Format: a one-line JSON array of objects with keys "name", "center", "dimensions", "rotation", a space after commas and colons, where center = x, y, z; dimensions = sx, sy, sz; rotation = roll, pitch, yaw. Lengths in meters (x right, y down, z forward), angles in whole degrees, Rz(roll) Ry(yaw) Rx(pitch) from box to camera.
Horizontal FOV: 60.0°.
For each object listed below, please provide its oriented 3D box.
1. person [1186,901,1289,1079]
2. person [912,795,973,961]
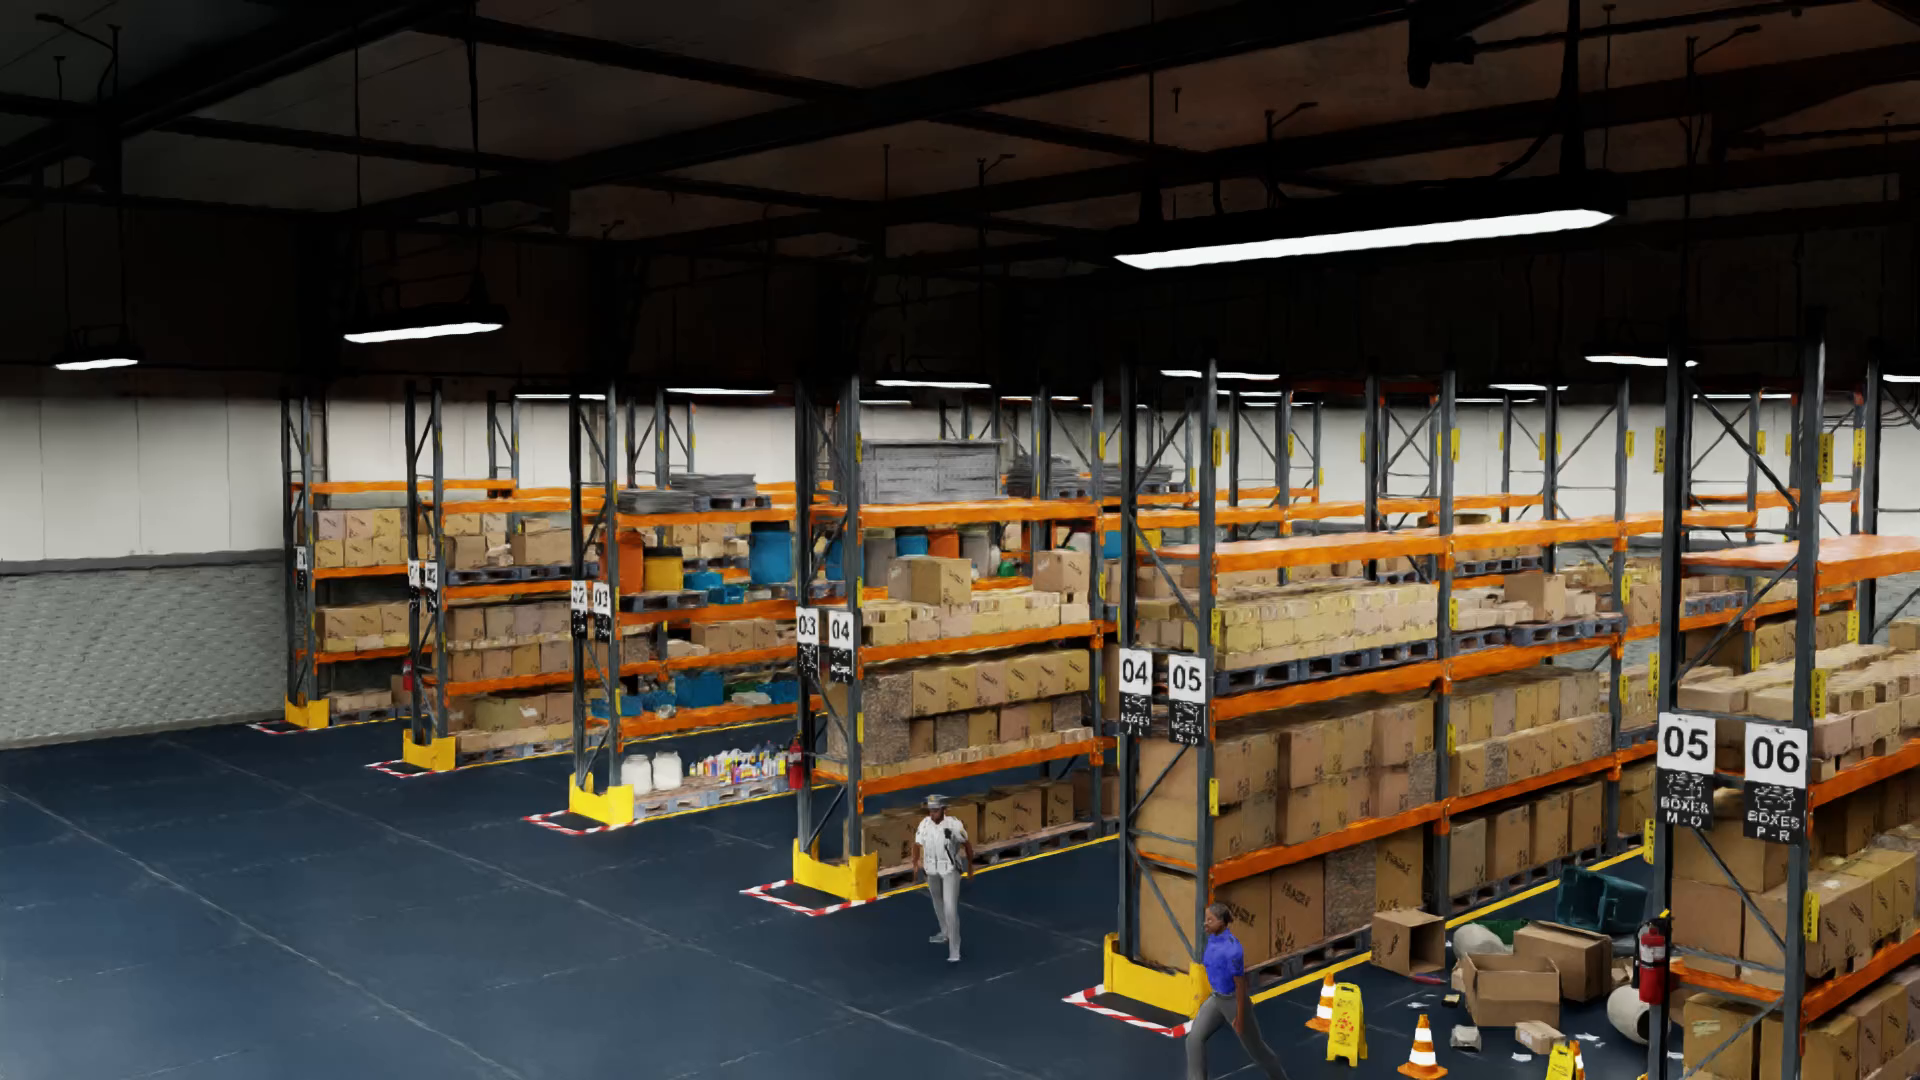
[{"name": "person", "center": [2.090, 3.548, 12.749], "dimensions": [0.916, 1.592, 0.499], "rotation": [-1, 4, -22]}, {"name": "person", "center": [-0.137, 3.293, 16.544], "dimensions": [0.619, 1.611, 0.798], "rotation": [2, 4, 27]}]
